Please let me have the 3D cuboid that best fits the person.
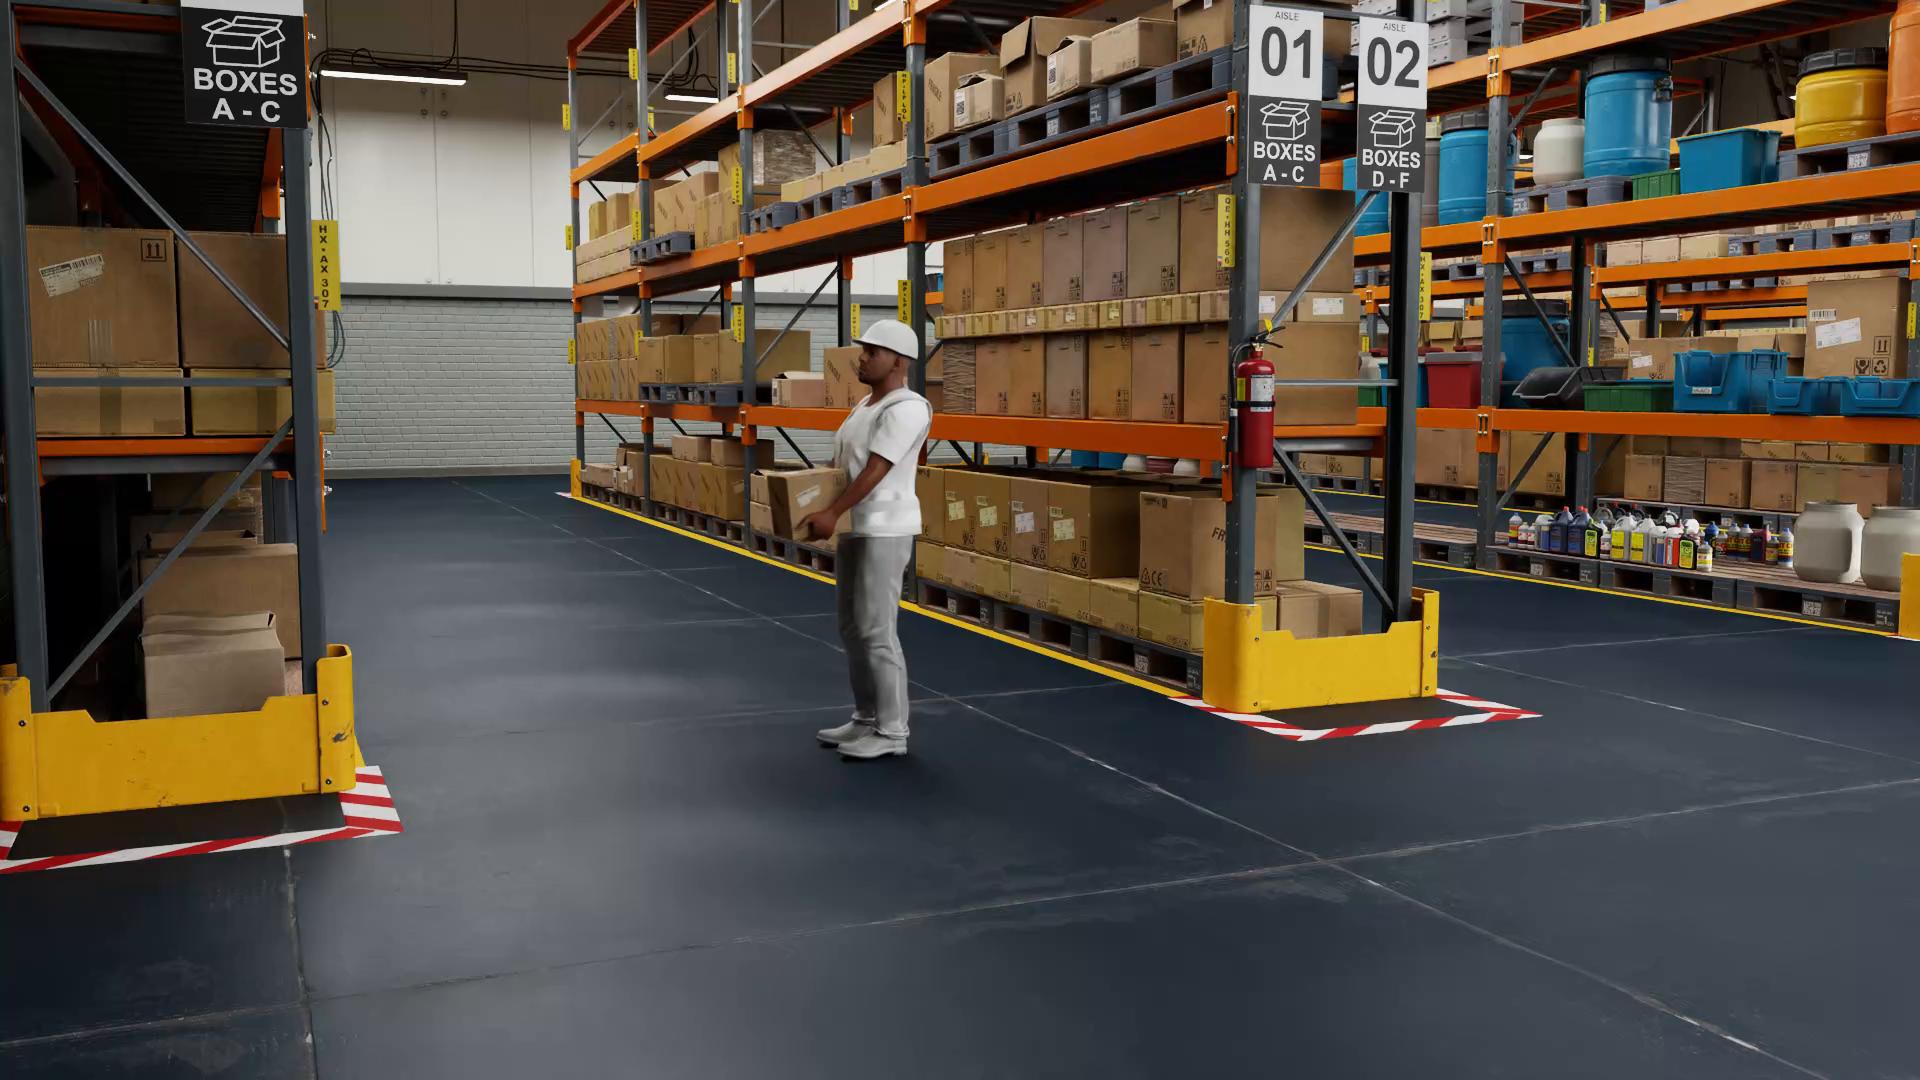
[{"bbox_3d":[-0.431,-0.009,6.750,0.576,1.765,0.507,-2,6,-24],"label":"person"}]
